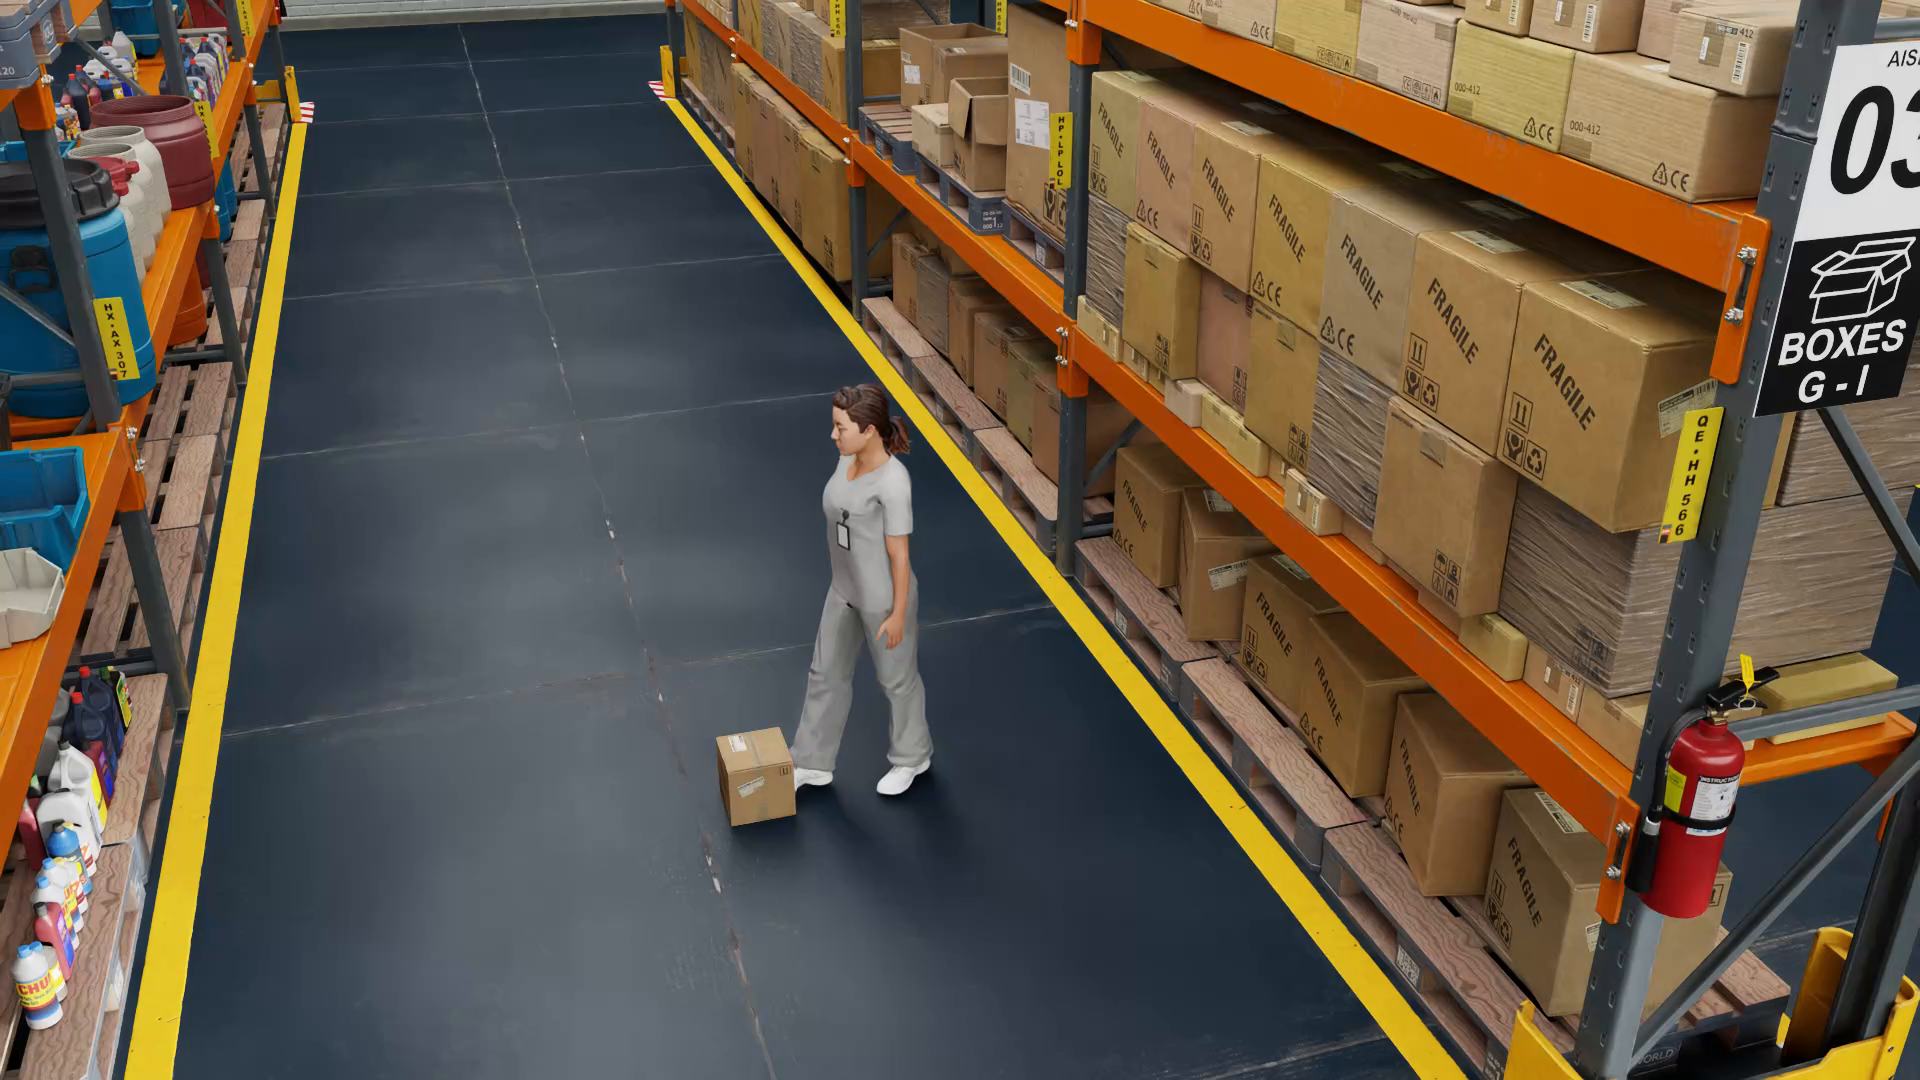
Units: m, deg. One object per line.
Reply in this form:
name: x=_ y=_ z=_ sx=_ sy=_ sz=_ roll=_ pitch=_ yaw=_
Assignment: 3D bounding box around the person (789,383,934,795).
person: x=-0.406 y=0.231 z=6.137 sx=0.674 sy=1.666 sz=0.457 roll=-19 pitch=32 yaw=-33
